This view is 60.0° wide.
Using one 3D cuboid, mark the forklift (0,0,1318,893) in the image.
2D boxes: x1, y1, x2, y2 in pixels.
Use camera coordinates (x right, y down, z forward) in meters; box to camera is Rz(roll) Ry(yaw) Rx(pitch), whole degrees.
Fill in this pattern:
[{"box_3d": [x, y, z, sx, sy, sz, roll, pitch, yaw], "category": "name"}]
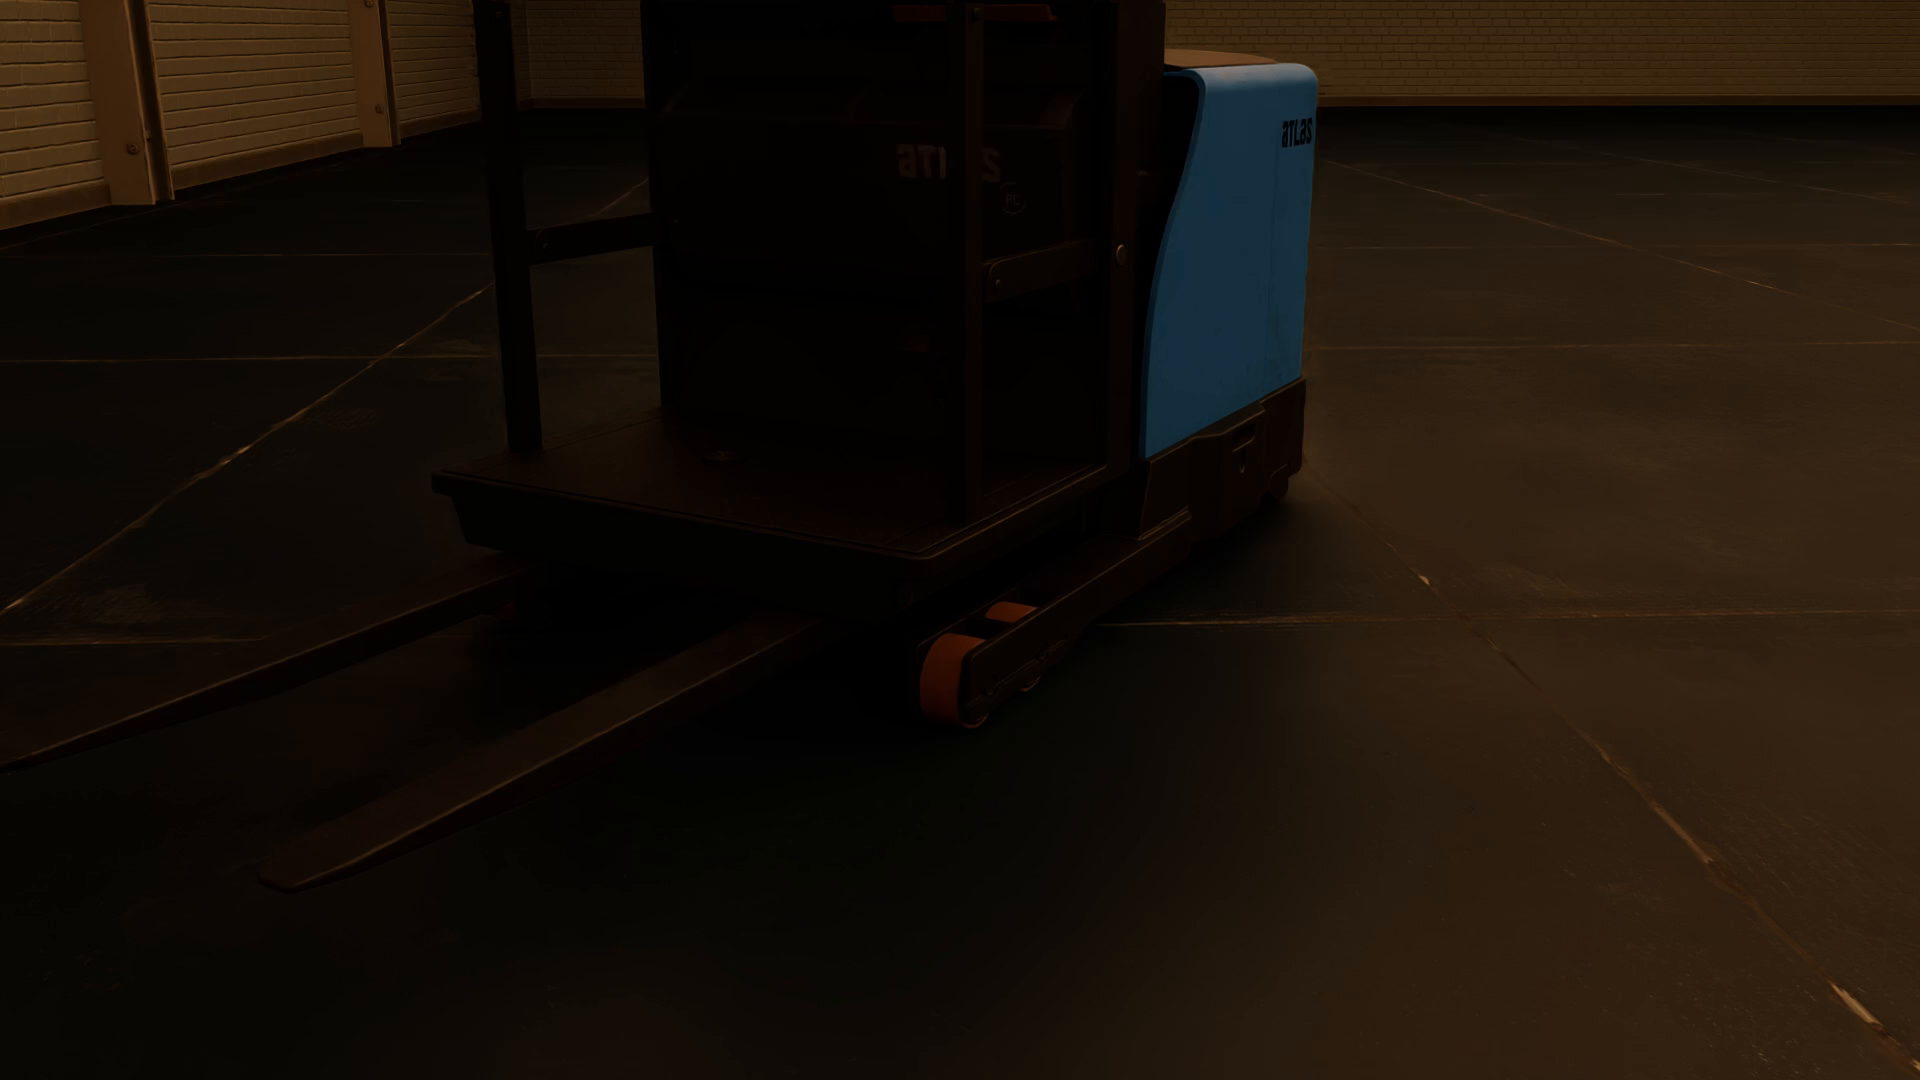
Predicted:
[{"box_3d": [-0.291, -1.227, 2.920, 1.130, 2.935, 3.031, 10, 19, 28], "category": "forklift"}]
